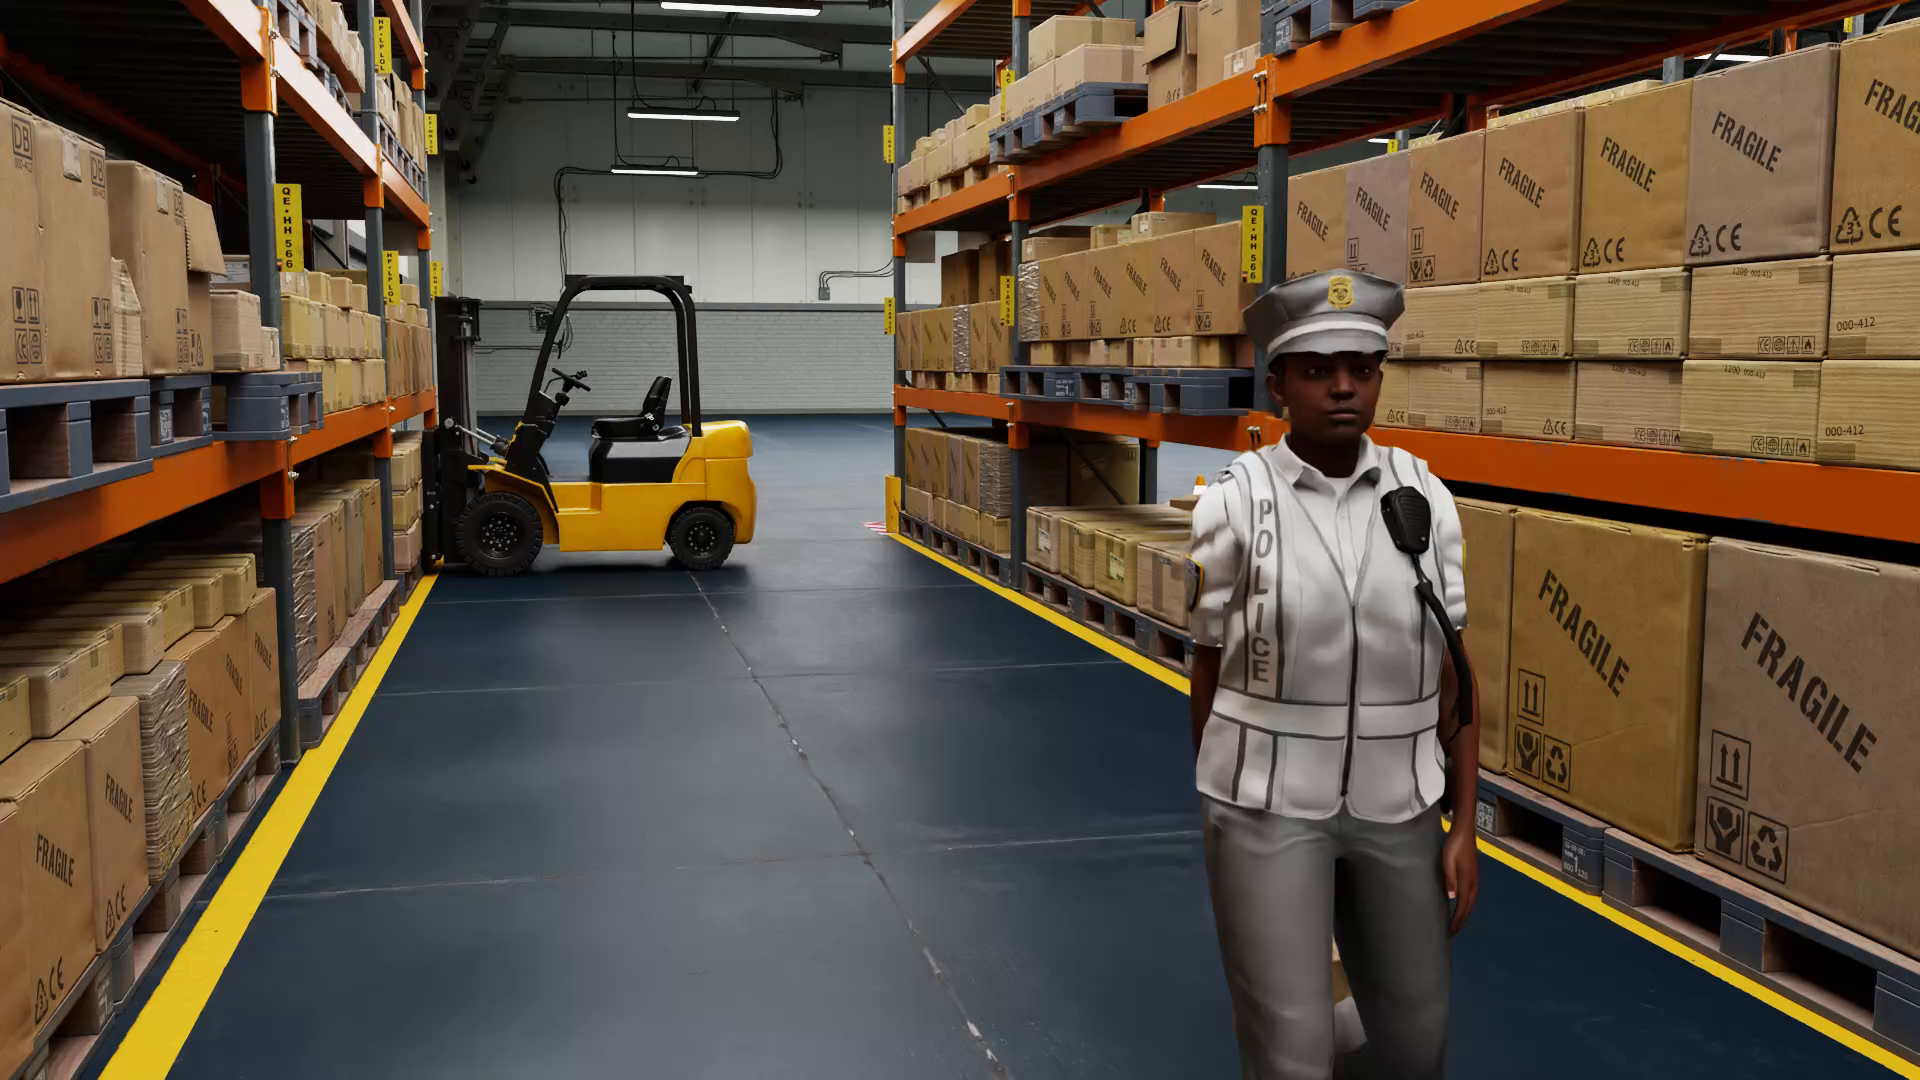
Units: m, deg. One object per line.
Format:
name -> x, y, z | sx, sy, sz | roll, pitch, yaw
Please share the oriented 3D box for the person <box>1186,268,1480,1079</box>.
person -> 0.573, 0.412, 2.673 | 0.444, 1.665, 0.741 | -1, 6, -6
